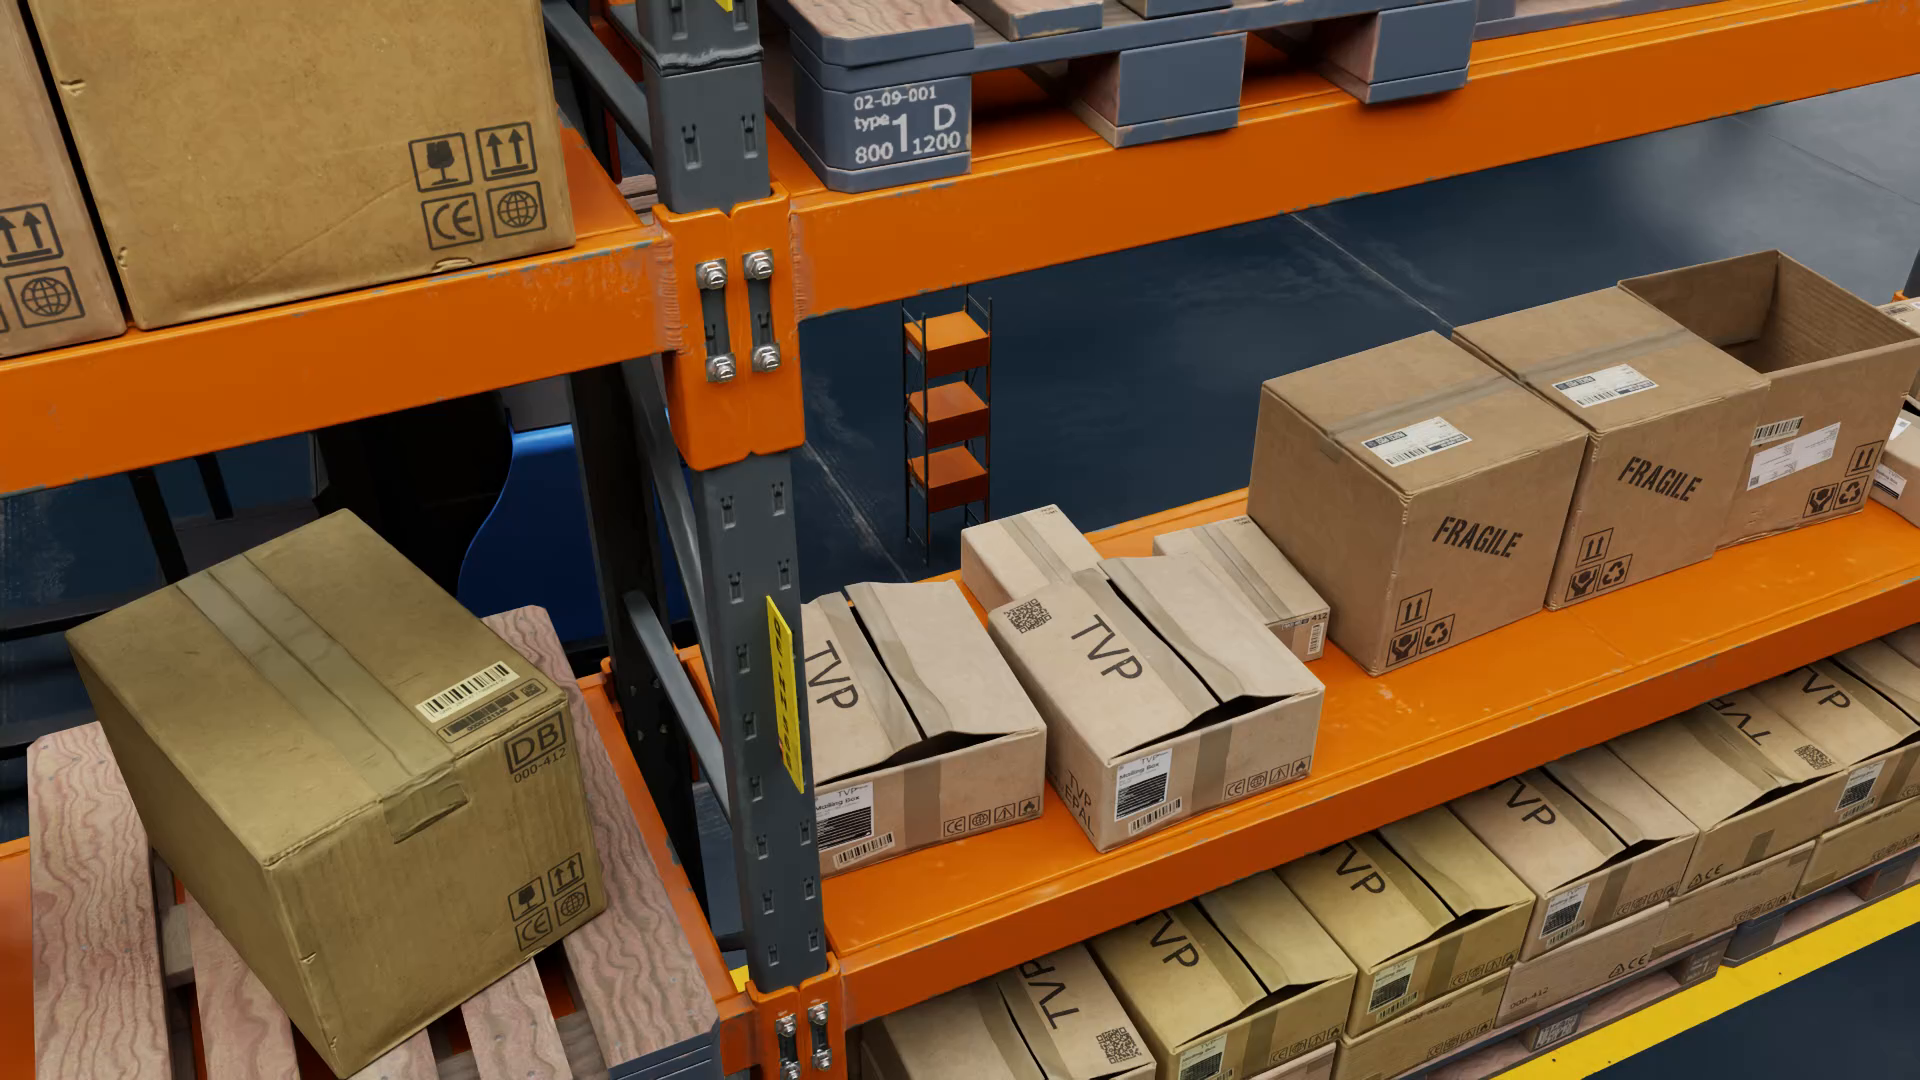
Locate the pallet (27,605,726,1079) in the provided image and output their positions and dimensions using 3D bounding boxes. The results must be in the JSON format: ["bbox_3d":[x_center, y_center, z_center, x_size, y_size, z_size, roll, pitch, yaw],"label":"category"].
[{"bbox_3d":[-1.087,0.666,2.996,1.003,0.211,1.213,-16,39,-20],"label":"pallet"}]

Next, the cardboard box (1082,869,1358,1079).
[{"bbox_3d":[0.567,0.978,3.899,0.500,0.311,0.500,-17,40,-21],"label":"cardboard box"}]

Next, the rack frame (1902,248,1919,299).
[{"bbox_3d":[3.118,-0.633,4.586,0.127,3.000,1.000,-16,39,-20],"label":"rack frame"}]

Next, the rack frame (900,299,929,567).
[{"bbox_3d":[-0.159,-0.377,5.877,0.008,1.050,0.200,-16,39,-20],"label":"rack frame"}]

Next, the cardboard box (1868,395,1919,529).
[{"bbox_3d":[2.400,-0.258,4.193,0.258,0.266,0.396,-17,40,-21],"label":"cardboard box"}]

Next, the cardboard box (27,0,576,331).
[{"bbox_3d":[-0.884,-0.737,2.124,0.500,0.500,0.910,-16,39,-20],"label":"cardboard box"}]

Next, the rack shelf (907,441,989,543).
[{"bbox_3d":[-0.048,-0.176,6.091,0.240,0.259,0.215,-16,39,-20],"label":"rack shelf"}]

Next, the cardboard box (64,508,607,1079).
[{"bbox_3d":[-1.026,0.390,2.769,0.500,0.500,0.700,-30,46,-34],"label":"cardboard box"}]

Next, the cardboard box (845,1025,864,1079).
[{"bbox_3d":[-0.131,1.050,4.272,0.500,0.250,0.500,-15,39,-19],"label":"cardboard box"}]

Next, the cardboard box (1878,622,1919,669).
[{"bbox_3d":[2.873,0.334,4.766,0.500,0.311,0.500,-16,39,-20],"label":"cardboard box"}]

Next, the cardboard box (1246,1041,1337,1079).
[{"bbox_3d":[0.550,1.213,4.052,0.500,0.250,0.500,-17,40,-21],"label":"cardboard box"}]

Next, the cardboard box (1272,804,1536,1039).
[{"bbox_3d":[1.030,0.850,4.071,0.500,0.311,0.500,-17,40,-21],"label":"cardboard box"}]

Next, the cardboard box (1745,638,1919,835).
[{"bbox_3d":[2.405,0.469,4.584,0.500,0.311,0.500,-15,39,-19],"label":"cardboard box"}]

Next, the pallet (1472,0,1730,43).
[{"bbox_3d":[1.084,-1.255,3.064,1.213,0.211,1.003,-14,39,-18],"label":"pallet"}]

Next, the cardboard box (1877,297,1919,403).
[{"bbox_3d":[2.690,-0.425,4.431,0.500,0.250,0.500,-13,39,-17],"label":"cardboard box"}]

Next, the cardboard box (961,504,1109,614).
[{"bbox_3d":[0.193,0.103,3.804,0.250,0.149,0.380,-16,39,-20],"label":"cardboard box"}]

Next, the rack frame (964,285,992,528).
[{"bbox_3d":[0.062,-0.439,5.961,0.008,1.050,0.200,-16,39,-20],"label":"rack frame"}]

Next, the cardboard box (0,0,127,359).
[{"bbox_3d":[-1.346,-0.608,1.950,0.500,0.500,0.910,-16,39,-20],"label":"cardboard box"}]

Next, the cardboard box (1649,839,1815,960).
[{"bbox_3d":[1.944,0.820,4.582,0.500,0.250,0.500,-15,39,-19],"label":"cardboard box"}]

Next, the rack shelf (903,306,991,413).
[{"bbox_3d":[-0.048,-0.628,5.756,0.240,0.259,0.215,-16,39,-20],"label":"rack shelf"}]

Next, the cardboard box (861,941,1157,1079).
[{"bbox_3d":[0.096,1.115,3.713,0.500,0.311,0.500,-14,39,-18],"label":"cardboard box"}]

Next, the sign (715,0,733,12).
[{"bbox_3d":[-0.275,-0.740,1.778,0.005,0.325,0.100,-16,39,-20],"label":"sign"}]

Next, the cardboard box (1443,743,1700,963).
[{"bbox_3d":[1.495,0.720,4.247,0.500,0.311,0.500,-16,39,-21],"label":"cardboard box"}]

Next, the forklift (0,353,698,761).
[{"bbox_3d":[-2.135,-0.743,4.792,3.031,2.935,1.130,-11,38,-15],"label":"forklift"}]

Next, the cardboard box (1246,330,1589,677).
[{"bbox_3d":[1.009,-0.095,3.776,0.500,0.500,0.500,-18,40,-22],"label":"cardboard box"}]

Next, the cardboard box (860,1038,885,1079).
[{"bbox_3d":[0.096,1.341,3.880,0.500,0.250,0.500,-16,39,-20],"label":"cardboard box"}]

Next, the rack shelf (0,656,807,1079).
[{"bbox_3d":[-2.314,1.174,2.753,4.000,0.370,1.077,-16,39,-20],"label":"rack shelf"}]

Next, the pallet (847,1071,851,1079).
[{"bbox_3d":[0.258,1.312,4.304,1.213,0.211,1.003,-16,39,-20],"label":"pallet"}]

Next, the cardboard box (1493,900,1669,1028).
[{"bbox_3d":[1.483,0.948,4.409,0.500,0.250,0.500,-15,39,-19],"label":"cardboard box"}]

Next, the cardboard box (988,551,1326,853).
[{"bbox_3d":[0.389,0.293,3.412,0.500,0.311,0.500,-16,39,-20],"label":"cardboard box"}]

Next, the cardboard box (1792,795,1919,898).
[{"bbox_3d":[2.407,0.691,4.757,0.500,0.250,0.500,-16,40,-21],"label":"cardboard box"}]

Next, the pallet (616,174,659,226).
[{"bbox_3d":[-1.887,-1.348,7.891,1.213,0.211,1.003,-16,39,-20],"label":"pallet"}]

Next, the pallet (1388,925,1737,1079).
[{"bbox_3d":[1.361,1.005,4.718,1.213,0.211,1.003,-16,39,-20],"label":"pallet"}]

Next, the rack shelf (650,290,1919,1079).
[{"bbox_3d":[1.307,0.162,4.118,4.000,0.370,1.077,-16,39,-20],"label":"rack shelf"}]

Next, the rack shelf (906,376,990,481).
[{"bbox_3d":[-0.048,-0.400,5.925,0.240,0.259,0.215,-16,39,-20],"label":"rack shelf"}]

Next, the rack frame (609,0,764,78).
[{"bbox_3d":[-0.503,-2.031,1.434,0.127,3.000,1.000,-16,39,-20],"label":"rack frame"}]

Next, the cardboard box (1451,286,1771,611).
[{"bbox_3d":[1.485,-0.228,3.955,0.500,0.500,0.500,-16,39,-20],"label":"cardboard box"}]

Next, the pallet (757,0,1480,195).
[{"bbox_3d":[0.073,-0.970,2.680,1.003,0.211,1.213,-14,39,-18],"label":"pallet"}]

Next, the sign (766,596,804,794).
[{"bbox_3d":[-0.264,0.236,2.508,0.005,0.325,0.100,-16,39,-20],"label":"sign"}]

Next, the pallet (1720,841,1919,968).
[{"bbox_3d":[2.467,0.694,5.137,1.213,0.211,1.003,-16,39,-20],"label":"pallet"}]

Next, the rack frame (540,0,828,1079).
[{"bbox_3d":[-0.503,0.379,3.221,0.127,3.000,1.000,-16,39,-20],"label":"rack frame"}]

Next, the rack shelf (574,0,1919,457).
[{"bbox_3d":[1.307,-1.043,3.224,4.000,0.370,1.077,-16,39,-20],"label":"rack shelf"}]

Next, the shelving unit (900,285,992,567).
[{"bbox_3d":[-0.048,-0.408,5.919,0.252,1.050,0.215,-16,39,-20],"label":"shelving unit"}]

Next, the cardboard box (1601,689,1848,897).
[{"bbox_3d":[1.952,0.594,4.416,0.500,0.311,0.500,-16,39,-20],"label":"cardboard box"}]

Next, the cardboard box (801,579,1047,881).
[{"bbox_3d":[-0.156,0.346,3.340,0.500,0.311,0.500,-13,39,-17],"label":"cardboard box"}]

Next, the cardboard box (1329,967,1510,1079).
[{"bbox_3d":[1.018,1.078,4.234,0.500,0.250,0.500,-17,40,-21],"label":"cardboard box"}]

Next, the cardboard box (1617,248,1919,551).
[{"bbox_3d":[1.939,-0.355,4.126,0.500,0.500,0.500,-13,38,-17],"label":"cardboard box"}]

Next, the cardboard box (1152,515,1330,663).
[{"bbox_3d":[0.627,0.127,3.772,0.250,0.149,0.380,-13,38,-17],"label":"cardboard box"}]

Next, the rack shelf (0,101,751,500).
[{"bbox_3d":[-2.314,-0.031,1.859,4.000,0.370,1.077,-16,39,-20],"label":"rack shelf"}]
